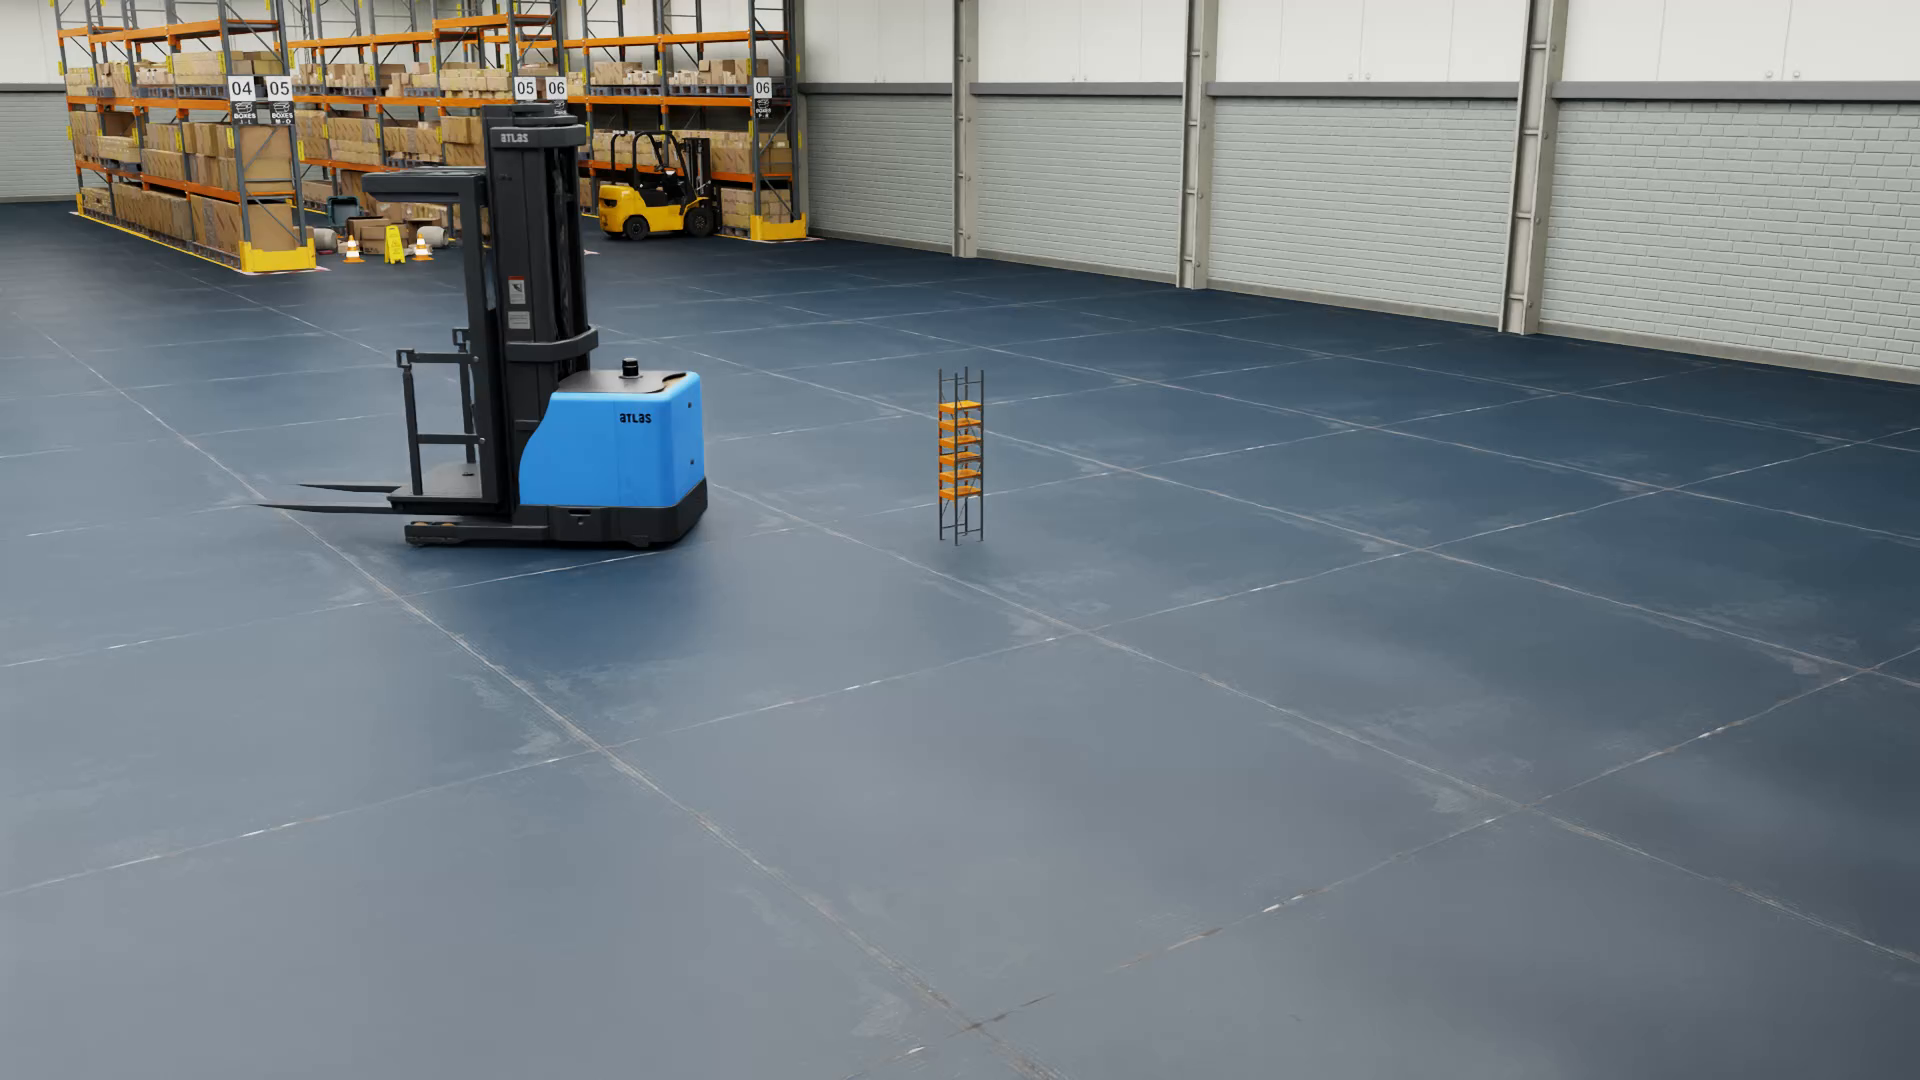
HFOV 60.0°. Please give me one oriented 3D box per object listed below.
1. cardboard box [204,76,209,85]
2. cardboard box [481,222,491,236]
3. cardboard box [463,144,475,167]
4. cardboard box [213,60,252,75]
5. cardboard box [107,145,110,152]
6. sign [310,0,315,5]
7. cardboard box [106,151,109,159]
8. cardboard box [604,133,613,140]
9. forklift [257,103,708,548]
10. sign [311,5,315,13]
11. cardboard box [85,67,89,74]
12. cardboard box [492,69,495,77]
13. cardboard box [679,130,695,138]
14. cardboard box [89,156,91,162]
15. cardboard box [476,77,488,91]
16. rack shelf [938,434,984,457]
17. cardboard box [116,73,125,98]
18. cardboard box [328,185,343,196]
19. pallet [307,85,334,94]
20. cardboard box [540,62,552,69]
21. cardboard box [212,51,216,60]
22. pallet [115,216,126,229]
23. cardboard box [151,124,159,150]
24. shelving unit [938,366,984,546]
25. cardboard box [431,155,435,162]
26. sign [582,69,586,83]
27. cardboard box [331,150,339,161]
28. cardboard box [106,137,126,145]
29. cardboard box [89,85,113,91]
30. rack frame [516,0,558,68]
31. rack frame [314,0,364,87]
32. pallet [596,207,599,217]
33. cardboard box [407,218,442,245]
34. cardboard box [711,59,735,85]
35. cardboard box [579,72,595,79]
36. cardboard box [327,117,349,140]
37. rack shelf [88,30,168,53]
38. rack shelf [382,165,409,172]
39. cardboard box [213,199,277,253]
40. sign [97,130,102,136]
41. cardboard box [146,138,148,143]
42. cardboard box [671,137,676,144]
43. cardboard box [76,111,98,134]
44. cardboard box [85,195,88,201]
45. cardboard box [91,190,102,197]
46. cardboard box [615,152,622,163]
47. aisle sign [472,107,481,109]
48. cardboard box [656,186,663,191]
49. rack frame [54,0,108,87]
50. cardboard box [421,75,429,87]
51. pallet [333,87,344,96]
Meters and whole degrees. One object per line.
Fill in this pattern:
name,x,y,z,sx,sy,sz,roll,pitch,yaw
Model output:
cardboard box,-12.776,-7.917,28.627,0.380,0.149,0.250,-11,19,-35
cardboard box,-9.067,-6.124,32.683,0.500,0.250,0.500,-12,19,-37
cardboard box,-9.483,-7.590,32.873,0.500,0.500,0.500,-11,19,-35
cardboard box,-12.222,-7.934,27.937,0.500,0.250,0.500,-11,19,-34
cardboard box,-18.284,-8.513,36.116,0.380,0.149,0.250,-10,18,-32
sign,-15.283,-12.796,39.214,0.100,0.325,0.005,-11,19,-35
cardboard box,-18.446,-8.427,36.362,0.380,0.149,0.250,-11,19,-34
cardboard box,-8.175,-9.513,39.235,0.380,0.149,0.250,-10,18,-33
forklift,-3.390,-1.500,11.506,3.031,2.935,1.130,1,15,5
sign,-16.724,-13.774,42.937,0.100,0.325,0.005,-11,19,-35
cardboard box,-19.510,-10.600,37.521,0.380,0.149,0.250,-11,19,-35
cardboard box,-8.594,-8.806,31.351,0.380,0.149,0.250,-11,19,-34
cardboard box,-5.914,-8.871,36.324,0.380,0.149,0.250,-11,19,-34
cardboard box,-20.232,-8.955,39.087,0.380,0.149,0.250,-10,18,-33
cardboard box,-8.886,-8.697,31.710,0.500,0.250,0.500,-10,18,-33
rack shelf,0.009,-0.649,11.386,0.258,0.103,0.180,-11,19,-35
cardboard box,-17.258,-9.495,34.714,0.500,0.500,0.500,-11,19,-35
cardboard box,-15.102,-8.574,41.279,0.875,0.438,0.875,-11,19,-35
pallet,-15.292,-11.037,40.706,1.003,0.211,1.213,-11,19,-35
cardboard box,-10.571,-12.093,42.538,0.396,0.266,0.258,-11,19,-35
cardboard box,-12.326,-8.138,27.927,0.380,0.149,0.250,-11,19,-34
pallet,-18.305,-7.156,37.321,1.003,0.211,1.213,-11,19,-35
cardboard box,-15.857,-8.138,33.544,0.700,0.500,0.500,-11,19,-35
shelving unit,0.009,-0.576,11.406,0.258,1.200,0.189,-11,19,-35
cardboard box,-10.782,-7.956,34.643,0.380,0.149,0.250,-12,19,-36
sign,-8.895,-10.986,39.373,0.100,0.325,0.005,-11,19,-35
cardboard box,-14.774,-9.249,39.973,0.500,0.250,0.500,-11,19,-36
cardboard box,-18.291,-8.658,36.080,0.380,0.149,0.250,-11,19,-35
cardboard box,-19.271,-10.104,37.413,0.500,0.250,0.500,-10,18,-33
rack frame,-10.806,-13.122,42.472,1.000,3.000,0.127,-11,19,-35
rack frame,-14.819,-12.350,39.654,1.000,3.000,0.127,-11,19,-35
pallet,-8.002,-7.847,39.847,1.003,0.211,1.213,-11,19,-35
cardboard box,-10.586,-6.104,32.926,0.500,0.500,0.500,1,15,4
cardboard box,-4.729,-9.702,34.487,0.700,0.500,0.500,-11,19,-34
cardboard box,-8.896,-11.112,39.775,0.380,0.149,0.250,-10,18,-33
cardboard box,-14.793,-9.849,39.794,0.500,0.500,0.500,-11,19,-34
rack shelf,-17.588,-10.593,35.355,1.077,0.370,4.000,-11,19,-35
rack shelf,-11.291,-7.829,35.860,1.077,0.370,4.000,-11,19,-35
cardboard box,-12.679,-5.604,29.599,0.875,0.875,0.875,-11,19,-35
sign,-19.198,-8.998,37.132,0.100,0.325,0.005,-11,19,-35
cardboard box,-17.301,-8.590,35.833,0.380,0.149,0.250,-10,18,-33
cardboard box,-6.128,-8.772,36.525,0.380,0.149,0.250,-11,19,-35
cardboard box,-20.477,-9.837,39.187,0.500,0.500,0.500,-11,19,-36
cardboard box,-20.900,-8.273,40.162,0.380,0.149,0.250,-11,19,-35
cardboard box,-20.293,-8.193,39.306,0.380,0.149,0.250,-11,19,-34
cardboard box,-7.791,-8.952,38.885,0.500,0.250,0.500,-12,19,-36
aisle sign,-13.436,-12.305,45.928,0.394,0.787,0.004,-11,19,-35
cardboard box,-6.418,-7.687,37.681,0.875,0.625,0.625,-10,18,-32
rack frame,-21.116,-12.415,39.888,1.000,3.000,0.127,-11,19,-35
cardboard box,-10.869,-9.537,34.544,0.500,0.250,0.500,-11,19,-34
pallet,-14.240,-10.623,39.388,0.805,0.209,1.217,-12,19,-37
